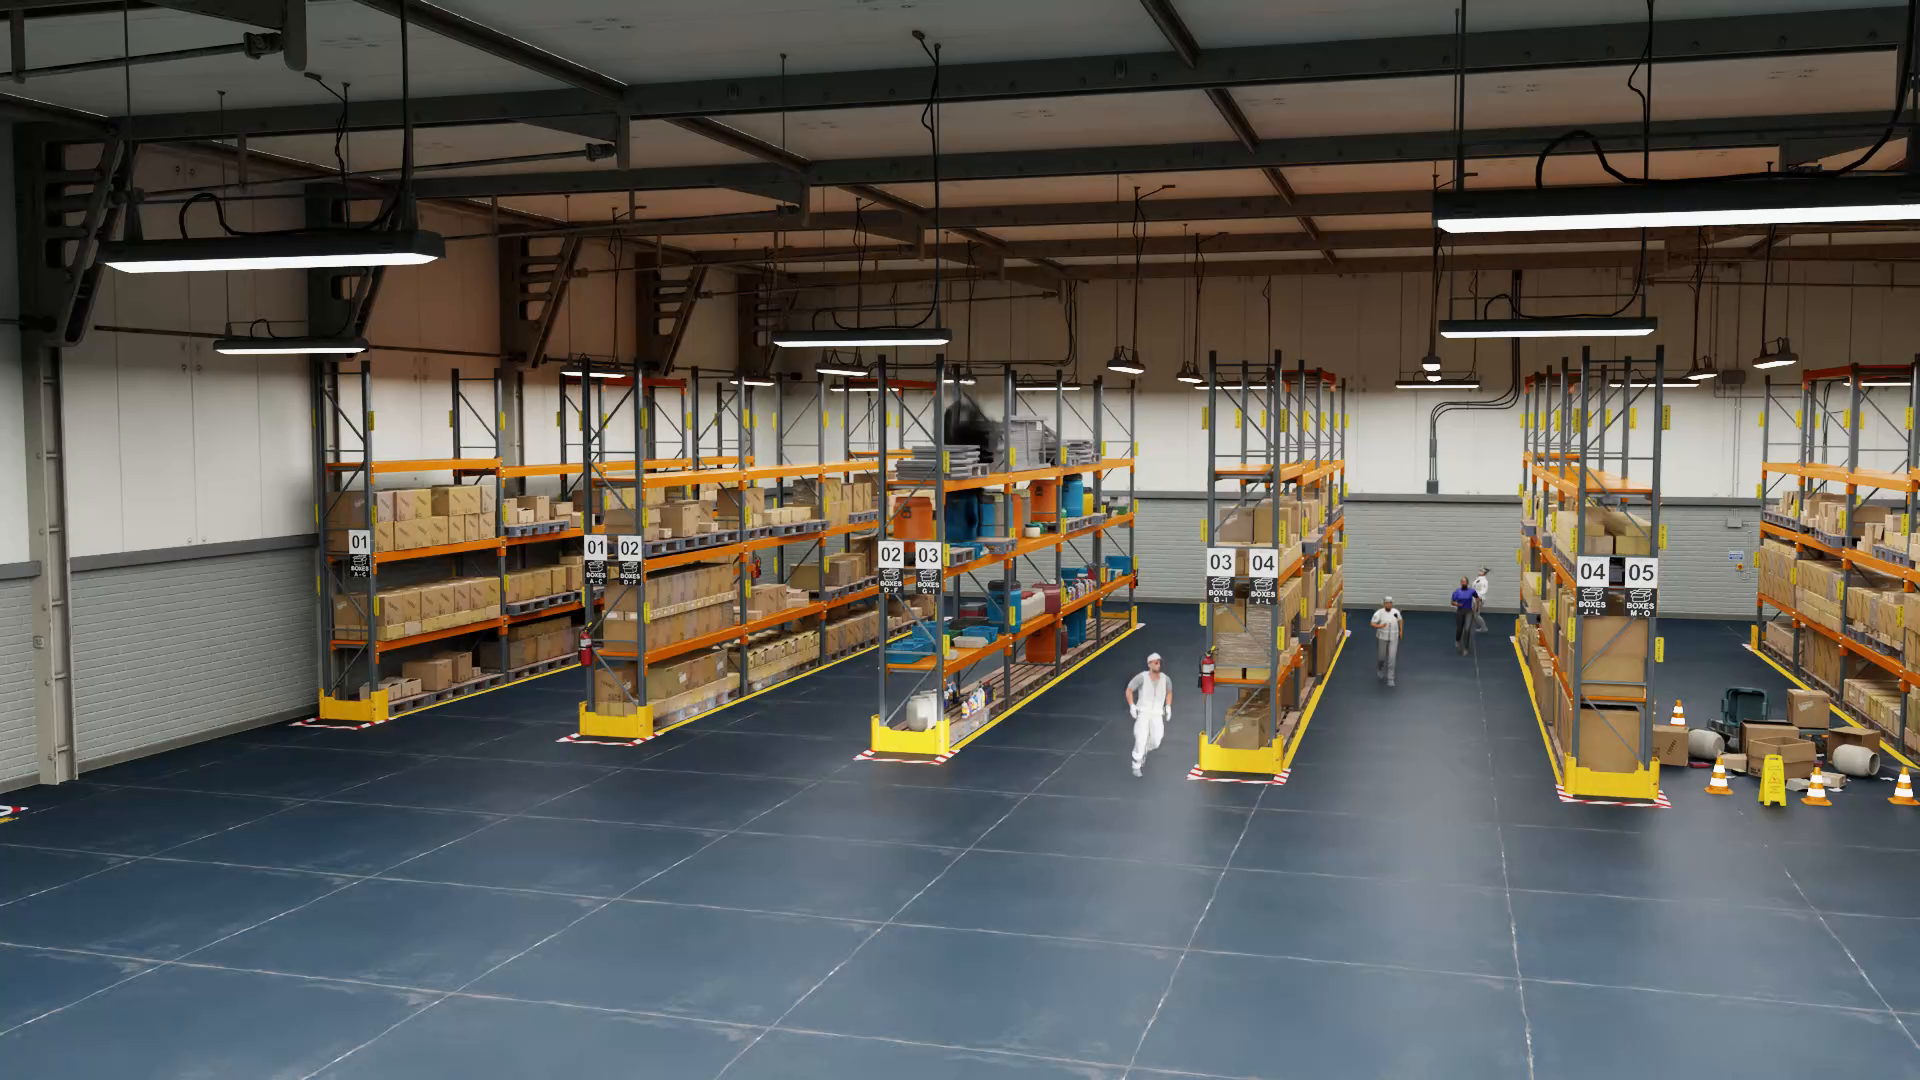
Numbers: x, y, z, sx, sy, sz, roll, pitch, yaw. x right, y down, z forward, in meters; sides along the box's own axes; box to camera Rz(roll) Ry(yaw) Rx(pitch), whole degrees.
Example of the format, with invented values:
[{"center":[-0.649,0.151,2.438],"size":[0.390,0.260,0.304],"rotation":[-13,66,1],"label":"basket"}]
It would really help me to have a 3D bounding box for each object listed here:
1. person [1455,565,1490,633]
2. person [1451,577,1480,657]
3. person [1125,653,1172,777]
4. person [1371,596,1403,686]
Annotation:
[{"center":[12.056,1.406,38.958],"size":[0.711,1.667,0.729],"rotation":[0,4,2],"label":"person"},{"center":[10.866,1.631,35.793],"size":[0.589,1.666,0.936],"rotation":[1,4,19],"label":"person"},{"center":[2.699,2.471,23.597],"size":[0.708,1.738,0.561],"rotation":[-1,4,-9],"label":"person"},{"center":[8.120,1.893,31.624],"size":[0.637,1.656,0.907],"rotation":[0,4,6],"label":"person"}]
